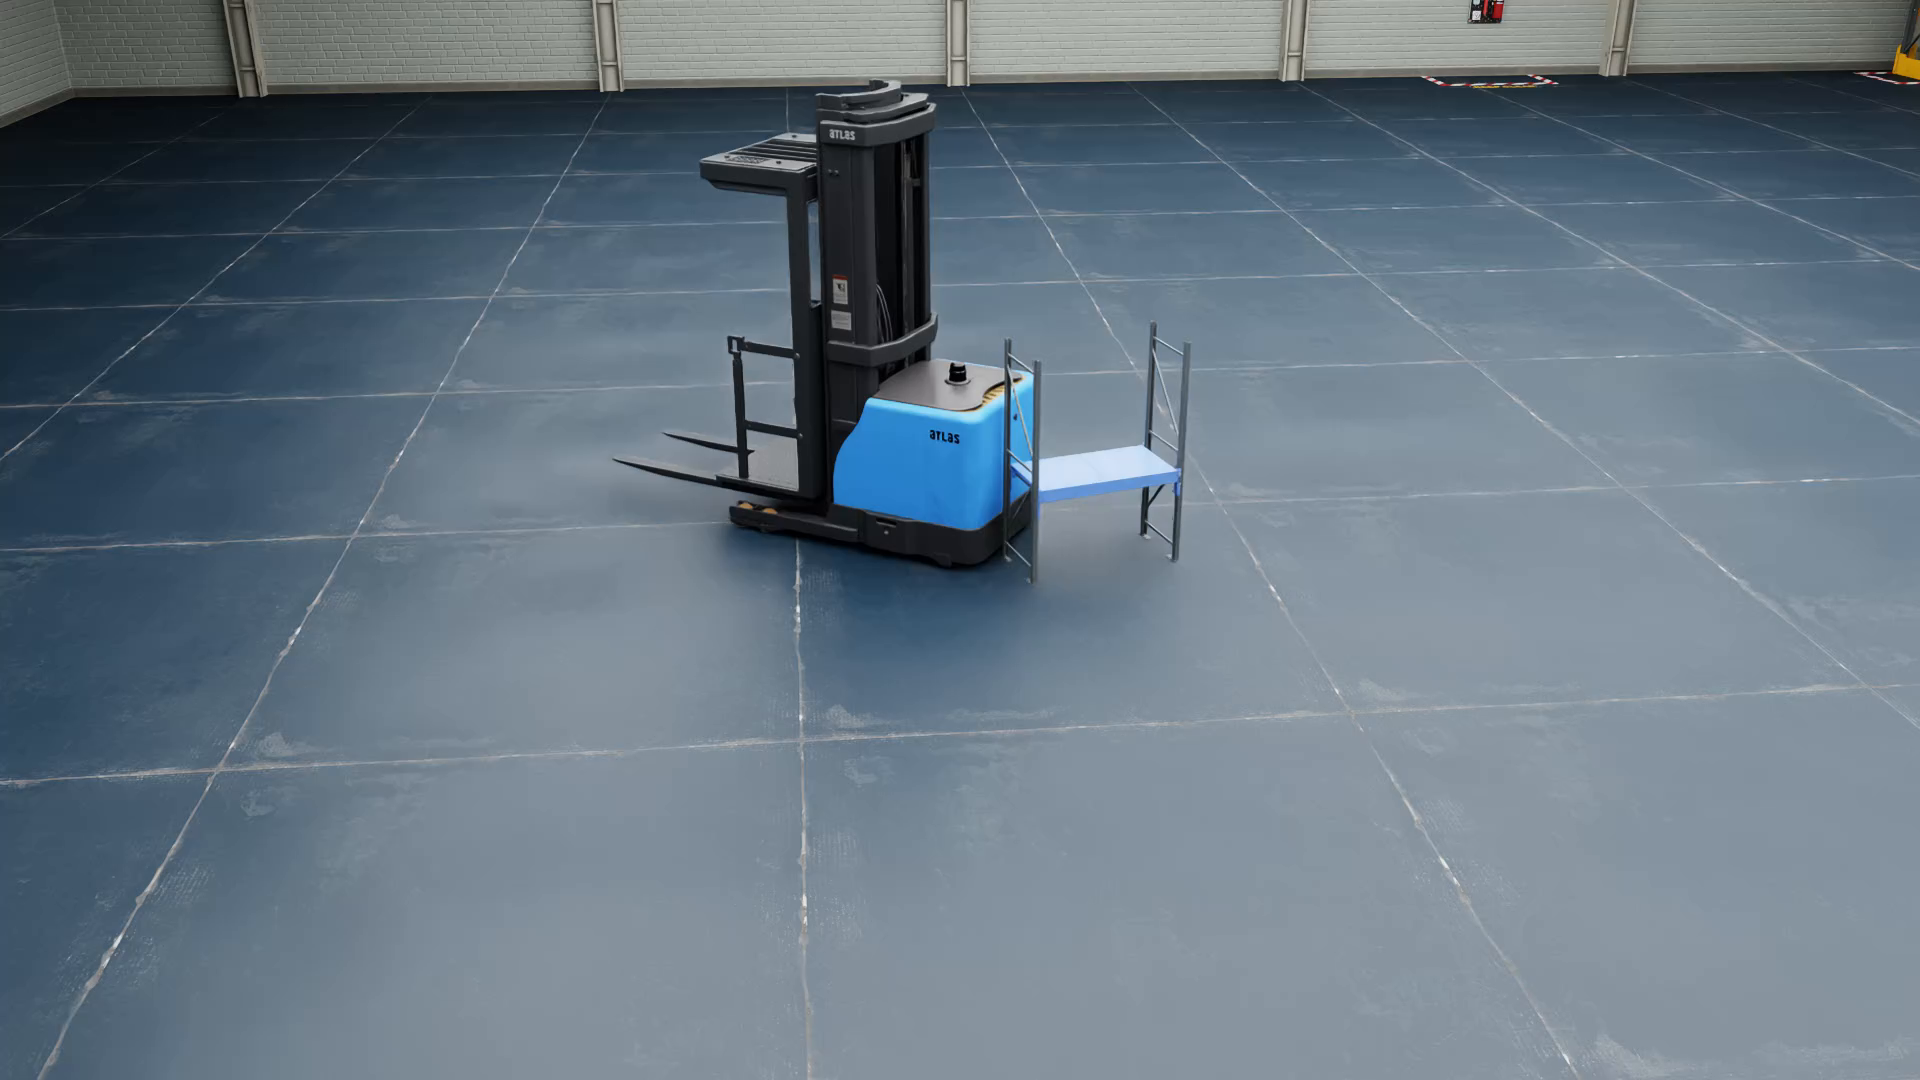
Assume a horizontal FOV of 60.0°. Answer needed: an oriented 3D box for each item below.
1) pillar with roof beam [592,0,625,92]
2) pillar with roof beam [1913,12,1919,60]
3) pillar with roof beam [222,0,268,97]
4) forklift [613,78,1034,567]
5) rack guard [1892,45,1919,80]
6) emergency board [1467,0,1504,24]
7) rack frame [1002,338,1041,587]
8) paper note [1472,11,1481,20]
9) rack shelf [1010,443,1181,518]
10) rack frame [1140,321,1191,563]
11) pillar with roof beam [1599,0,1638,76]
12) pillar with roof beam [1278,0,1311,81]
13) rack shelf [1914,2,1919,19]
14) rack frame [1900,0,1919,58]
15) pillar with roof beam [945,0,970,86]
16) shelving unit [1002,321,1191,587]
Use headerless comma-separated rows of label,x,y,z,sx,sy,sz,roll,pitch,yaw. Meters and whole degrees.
pillar with roof beam,-5.586,-10.150,23.006,0.400,9.000,9.100,-2,24,-5
pillar with roof beam,18.298,-11.108,25.161,0.400,9.000,9.100,-2,24,-5
pillar with roof beam,-11.557,-9.910,22.467,0.400,9.000,9.100,-2,24,-5
forklift,-1.011,-1.567,11.167,3.031,2.935,1.130,12,26,24
rack guard,17.339,-8.590,29.959,0.348,0.500,1.175,-2,24,-5
emergency board,9.441,-9.784,29.568,0.643,1.169,0.194,-2,24,-5
rack frame,0.385,-0.484,10.493,0.032,1.500,0.500,-9,25,-19
paper note,9.258,-9.402,29.794,0.142,0.148,0.016,-2,24,-5
rack shelf,0.858,-0.395,10.735,1.000,0.185,0.538,-9,25,-19
rack frame,1.332,-0.634,10.830,0.032,1.500,0.500,-9,25,-19
pillar with roof beam,12.327,-10.868,24.622,0.400,9.000,9.100,-2,24,-5
pillar with roof beam,6.356,-10.629,24.083,0.400,9.000,9.100,-2,24,-5
rack shelf,19.253,-9.480,29.771,4.000,0.370,1.077,-2,24,-5
rack frame,17.263,-9.729,29.445,0.127,3.000,1.000,-2,24,-5
pillar with roof beam,0.385,-10.389,23.544,0.400,9.000,9.100,-2,24,-5
shelving unit,0.858,-0.559,10.662,1.048,1.500,0.538,-9,25,-19
